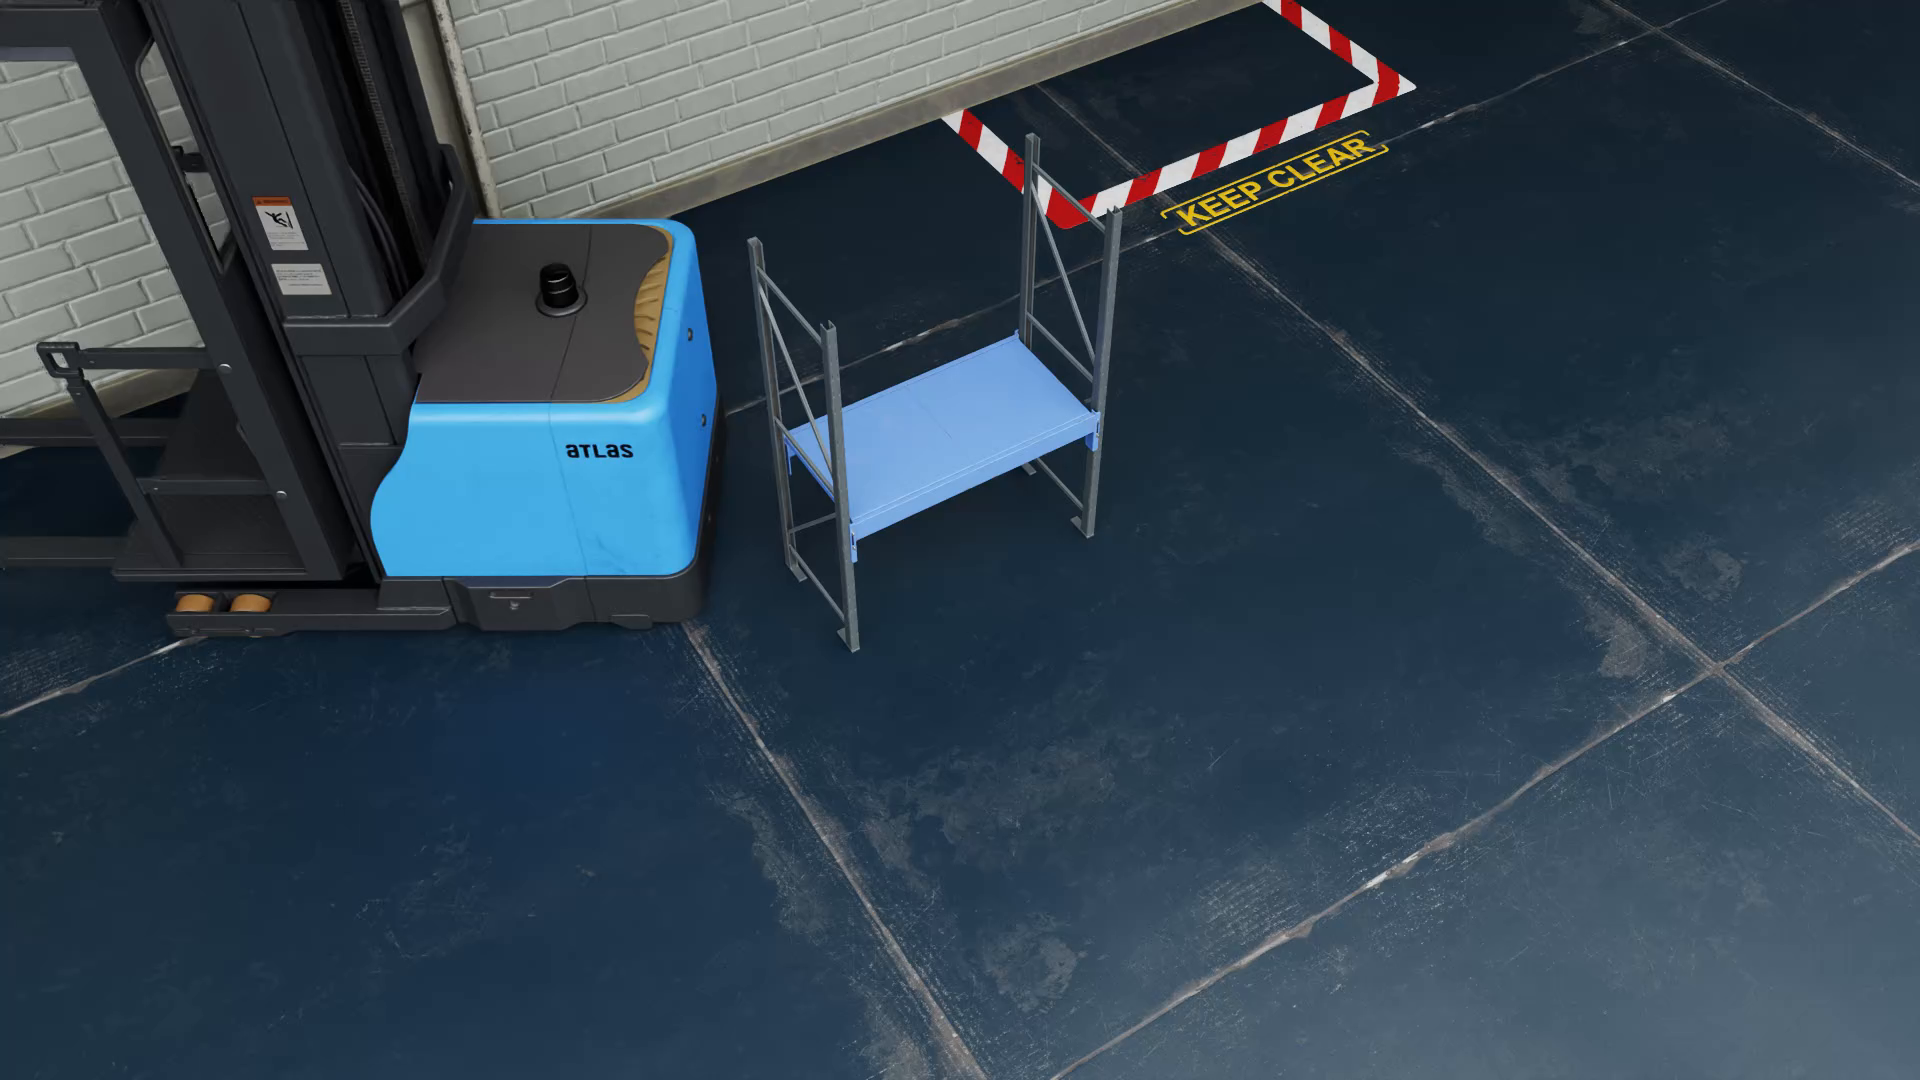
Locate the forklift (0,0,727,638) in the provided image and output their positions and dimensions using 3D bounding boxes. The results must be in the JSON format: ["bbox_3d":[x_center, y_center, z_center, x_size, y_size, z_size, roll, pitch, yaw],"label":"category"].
[{"bbox_3d":[-2.427,-1.024,5.199,3.031,2.935,1.130,0,48,0],"label":"forklift"}]

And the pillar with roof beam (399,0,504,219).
[{"bbox_3d":[0.195,-1.274,1.359,0.400,9.000,9.100,-25,53,-21],"label":"pillar with roof beam"}]

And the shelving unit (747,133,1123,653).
[{"bbox_3d":[-0.072,-0.465,5.660,1.048,1.500,0.538,-25,53,-21],"label":"shelving unit"}]

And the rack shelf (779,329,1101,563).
[{"bbox_3d":[-0.072,-0.345,5.794,1.000,0.185,0.538,-25,53,-21],"label":"rack shelf"}]

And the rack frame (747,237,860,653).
[{"bbox_3d":[-0.502,-0.262,5.479,0.032,1.500,0.500,-25,53,-21],"label":"rack frame"}]

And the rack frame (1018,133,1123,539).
[{"bbox_3d":[0.358,-0.667,5.840,0.032,1.500,0.500,-25,53,-21],"label":"rack frame"}]
